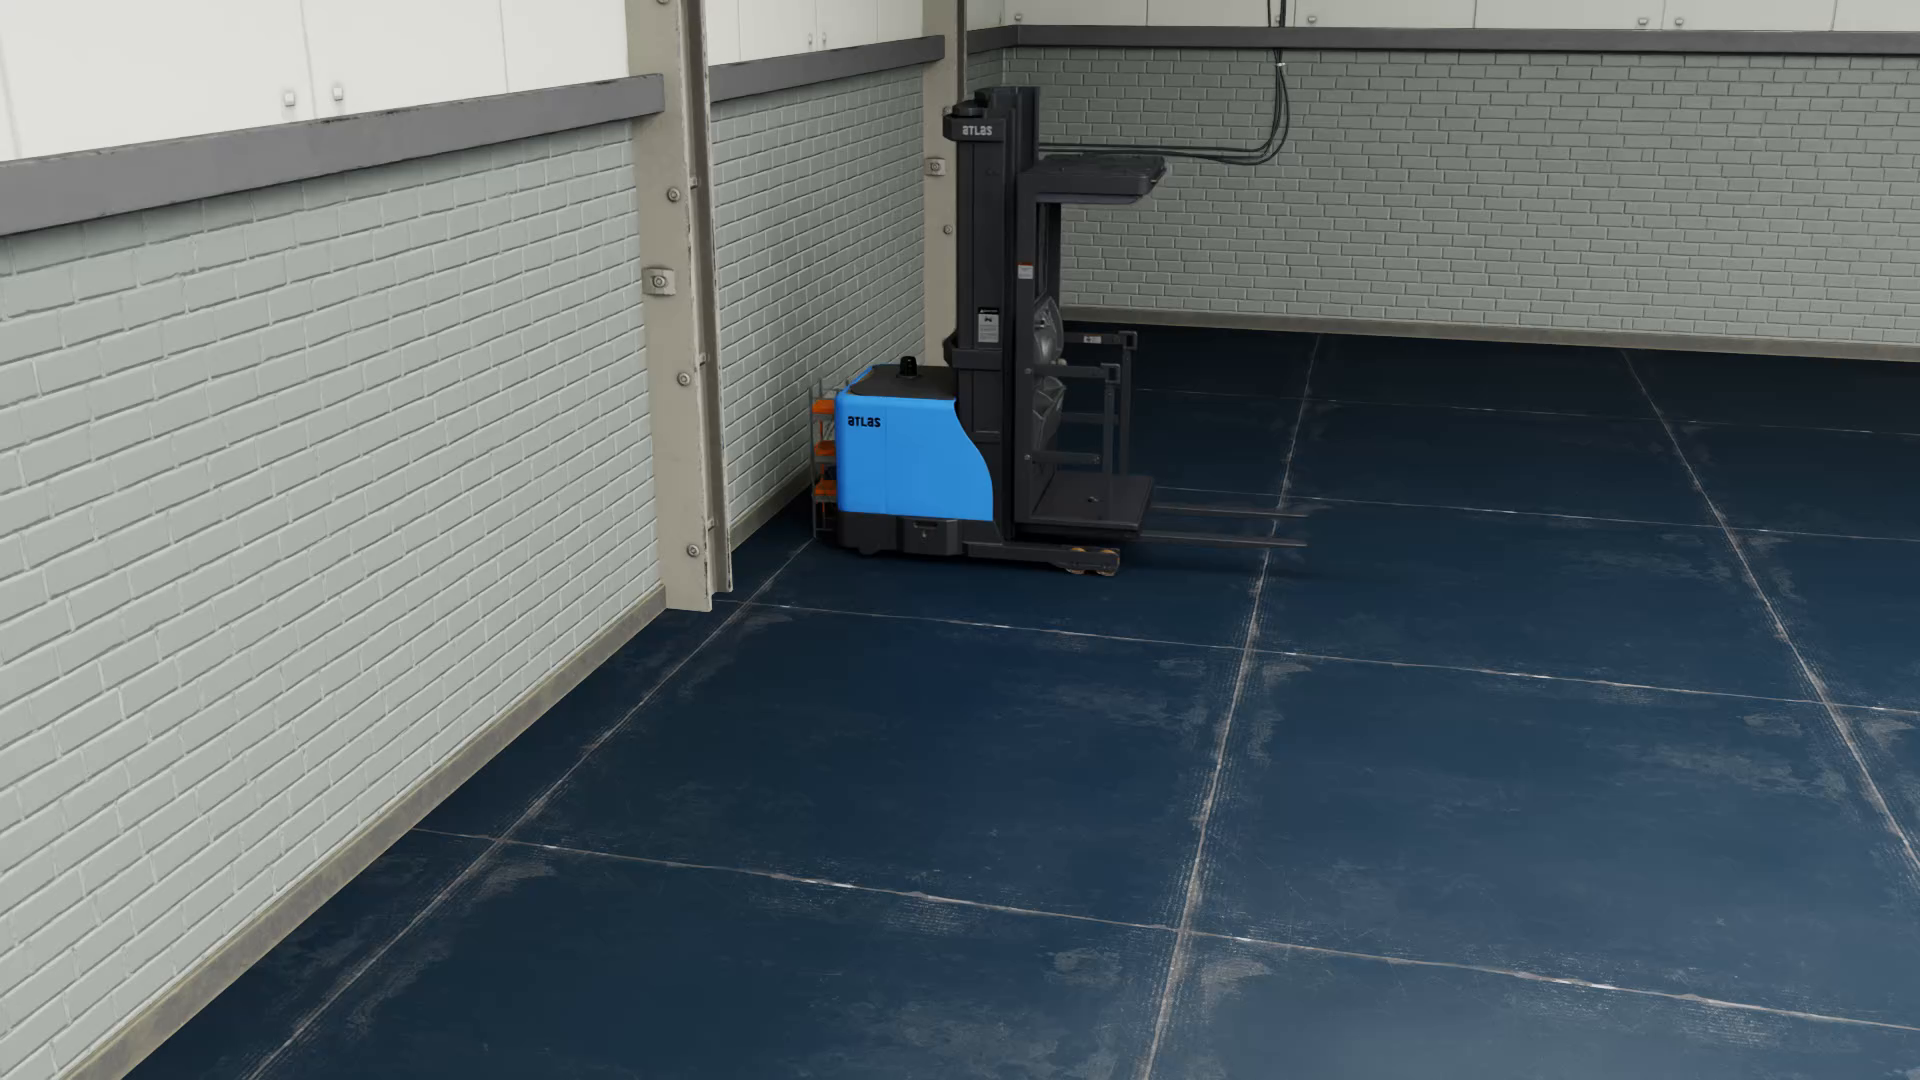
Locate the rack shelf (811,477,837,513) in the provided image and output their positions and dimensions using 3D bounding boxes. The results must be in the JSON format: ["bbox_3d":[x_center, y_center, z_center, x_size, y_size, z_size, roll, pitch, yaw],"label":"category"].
[{"bbox_3d":[-0.865,-0.263,11.225,0.215,0.259,0.240,4,19,10],"label":"rack shelf"}]

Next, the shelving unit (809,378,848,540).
[{"bbox_3d":[-0.865,-0.536,11.131,0.215,1.050,0.252,4,19,10],"label":"shelving unit"}]

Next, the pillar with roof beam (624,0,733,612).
[{"bbox_3d":[2.573,-3.563,7.697,9.100,9.000,0.400,5,19,13],"label":"pillar with roof beam"}]

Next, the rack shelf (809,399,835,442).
[{"bbox_3d":[-0.865,-0.794,11.043,0.215,0.259,0.240,4,19,10],"label":"rack shelf"}]

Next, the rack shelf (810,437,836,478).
[{"bbox_3d":[-0.865,-0.526,11.135,0.215,0.259,0.240,4,19,10],"label":"rack shelf"}]

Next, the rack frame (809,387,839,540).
[{"bbox_3d":[-0.888,-0.497,11.018,0.200,1.050,0.008,4,19,10],"label":"rack frame"}]

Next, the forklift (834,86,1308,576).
[{"bbox_3d":[0.753,-1.346,10.593,3.031,2.935,1.130,4,19,11],"label":"forklift"}]

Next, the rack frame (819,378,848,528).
[{"bbox_3d":[-0.842,-0.574,11.245,0.200,1.050,0.008,4,19,10],"label":"rack frame"}]

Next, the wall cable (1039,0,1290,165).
[{"bbox_3d":[1.867,-5.133,17.097,3.097,2.526,0.112,5,19,13],"label":"wall cable"}]

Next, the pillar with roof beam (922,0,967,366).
[{"bbox_3d":[4.039,-5.443,13.202,9.100,9.000,0.400,5,19,13],"label":"pillar with roof beam"}]
